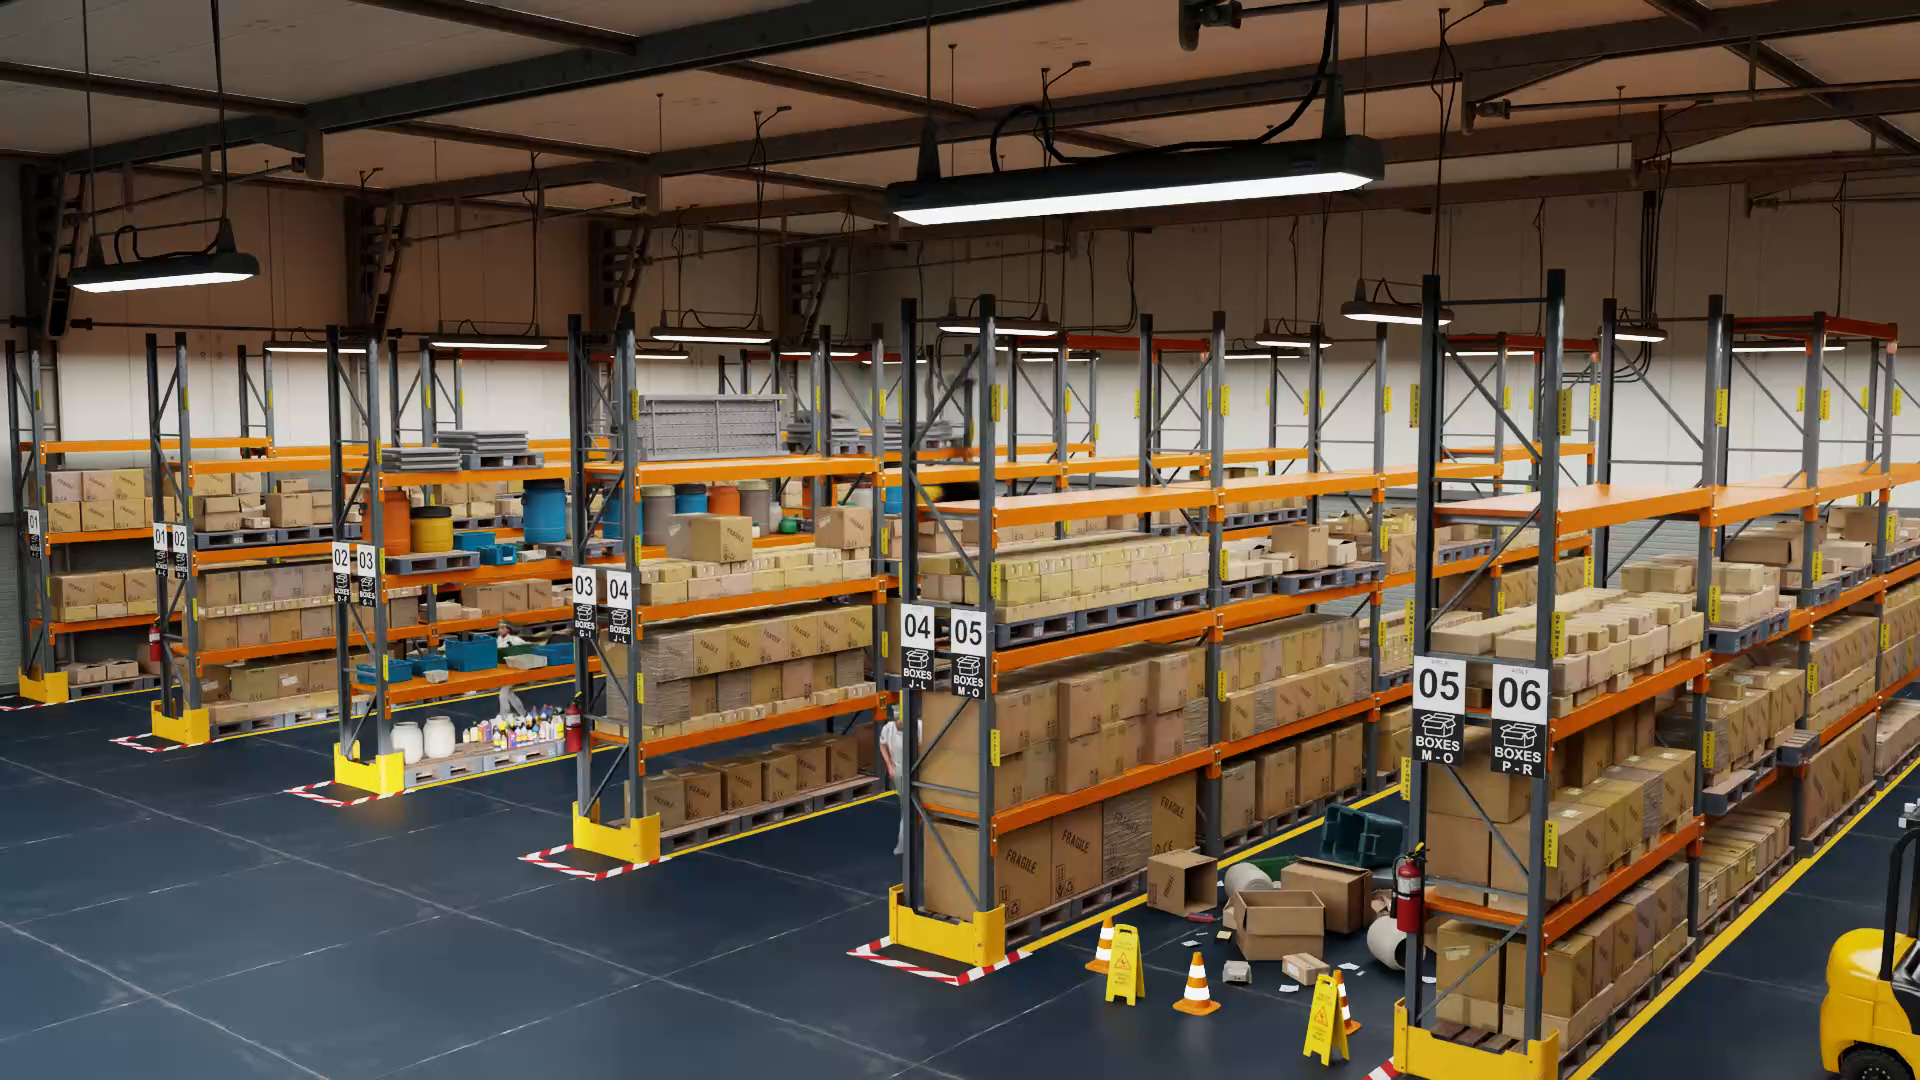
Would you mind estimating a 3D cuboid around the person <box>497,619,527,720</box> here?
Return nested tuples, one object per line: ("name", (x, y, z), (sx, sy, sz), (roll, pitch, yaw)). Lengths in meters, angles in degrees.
("person", (-6.863, 2.044, 25.268), (0.598, 1.743, 0.780), (3, 6, 32))

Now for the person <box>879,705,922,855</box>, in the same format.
("person", (-0.550, 2.651, 18.946), (0.693, 1.720, 1.009), (1, 5, 11))
